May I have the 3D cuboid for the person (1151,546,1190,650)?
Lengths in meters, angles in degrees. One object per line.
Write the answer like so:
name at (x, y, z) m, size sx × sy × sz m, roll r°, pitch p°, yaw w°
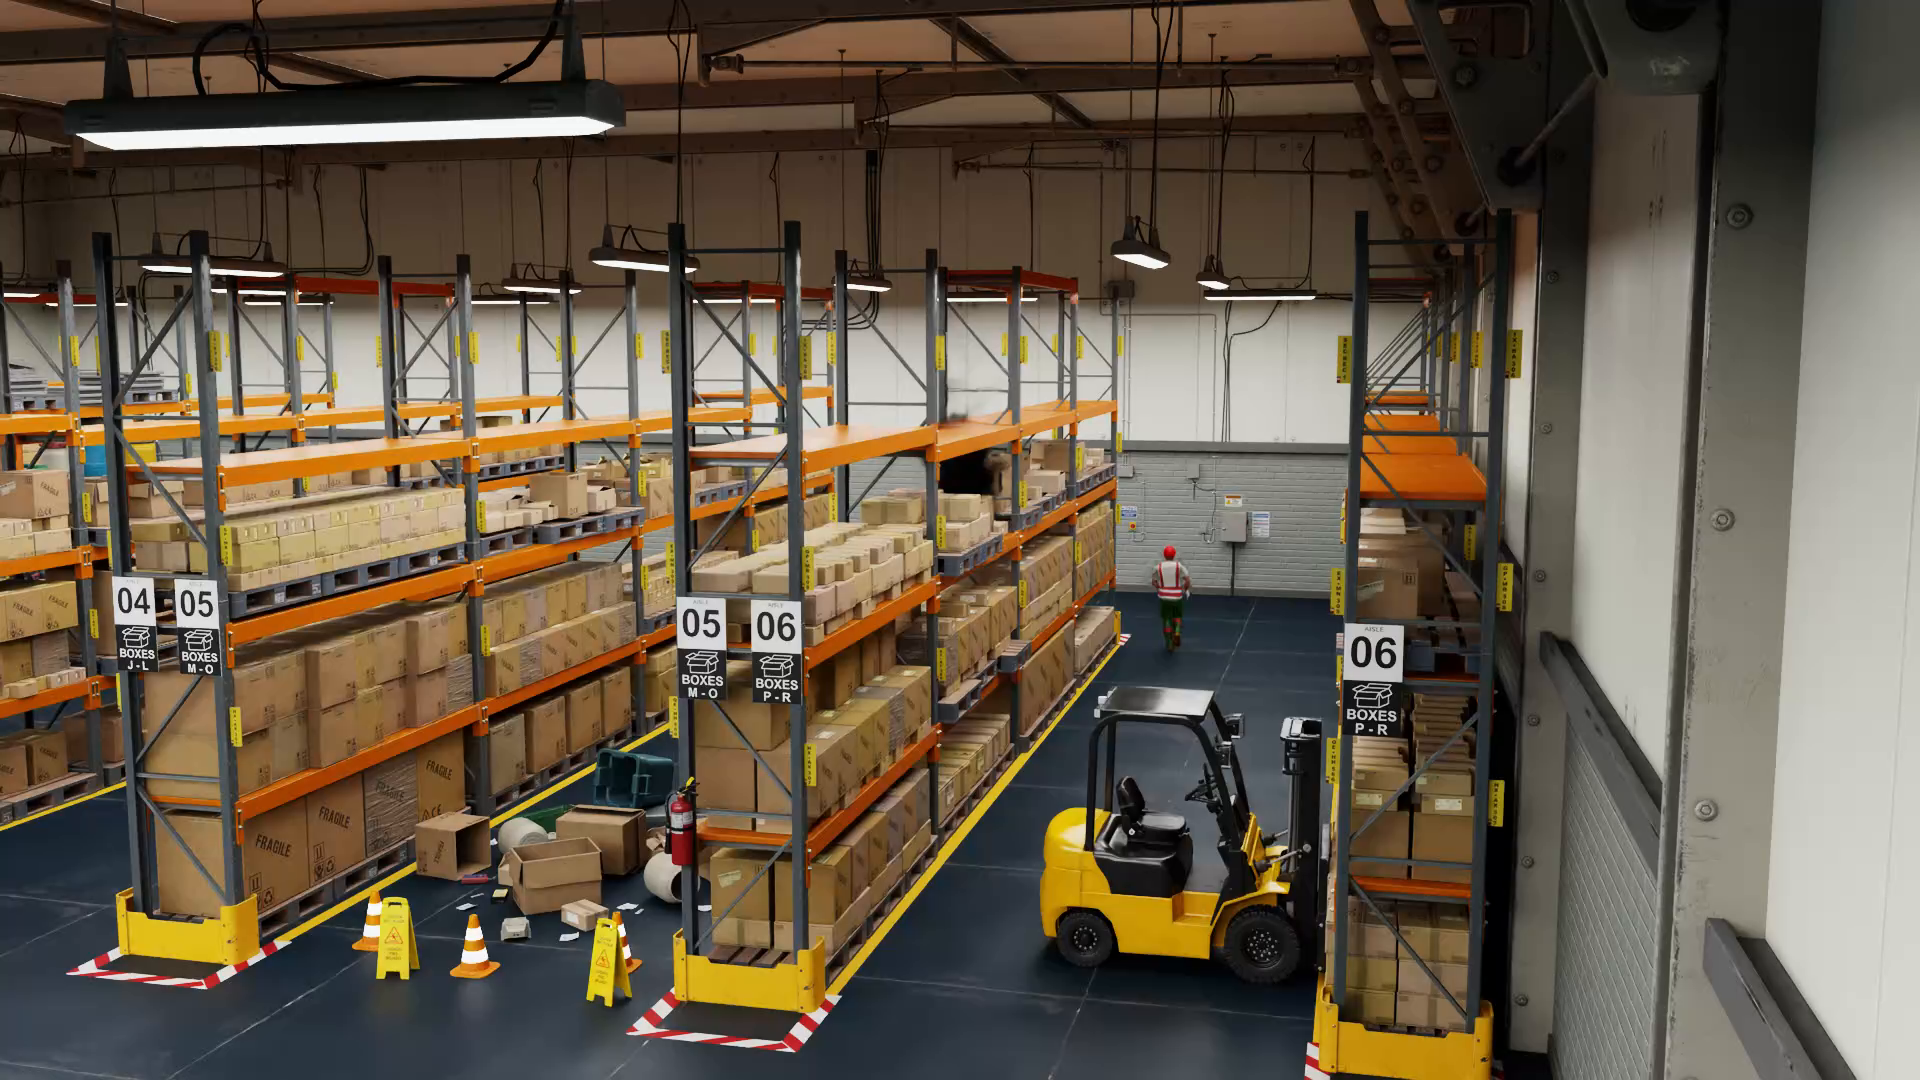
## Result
person at (3.490, 0.940, 27.535) m, size 0.637 × 1.734 × 0.565 m, roll 1°, pitch 7°, yaw 9°
